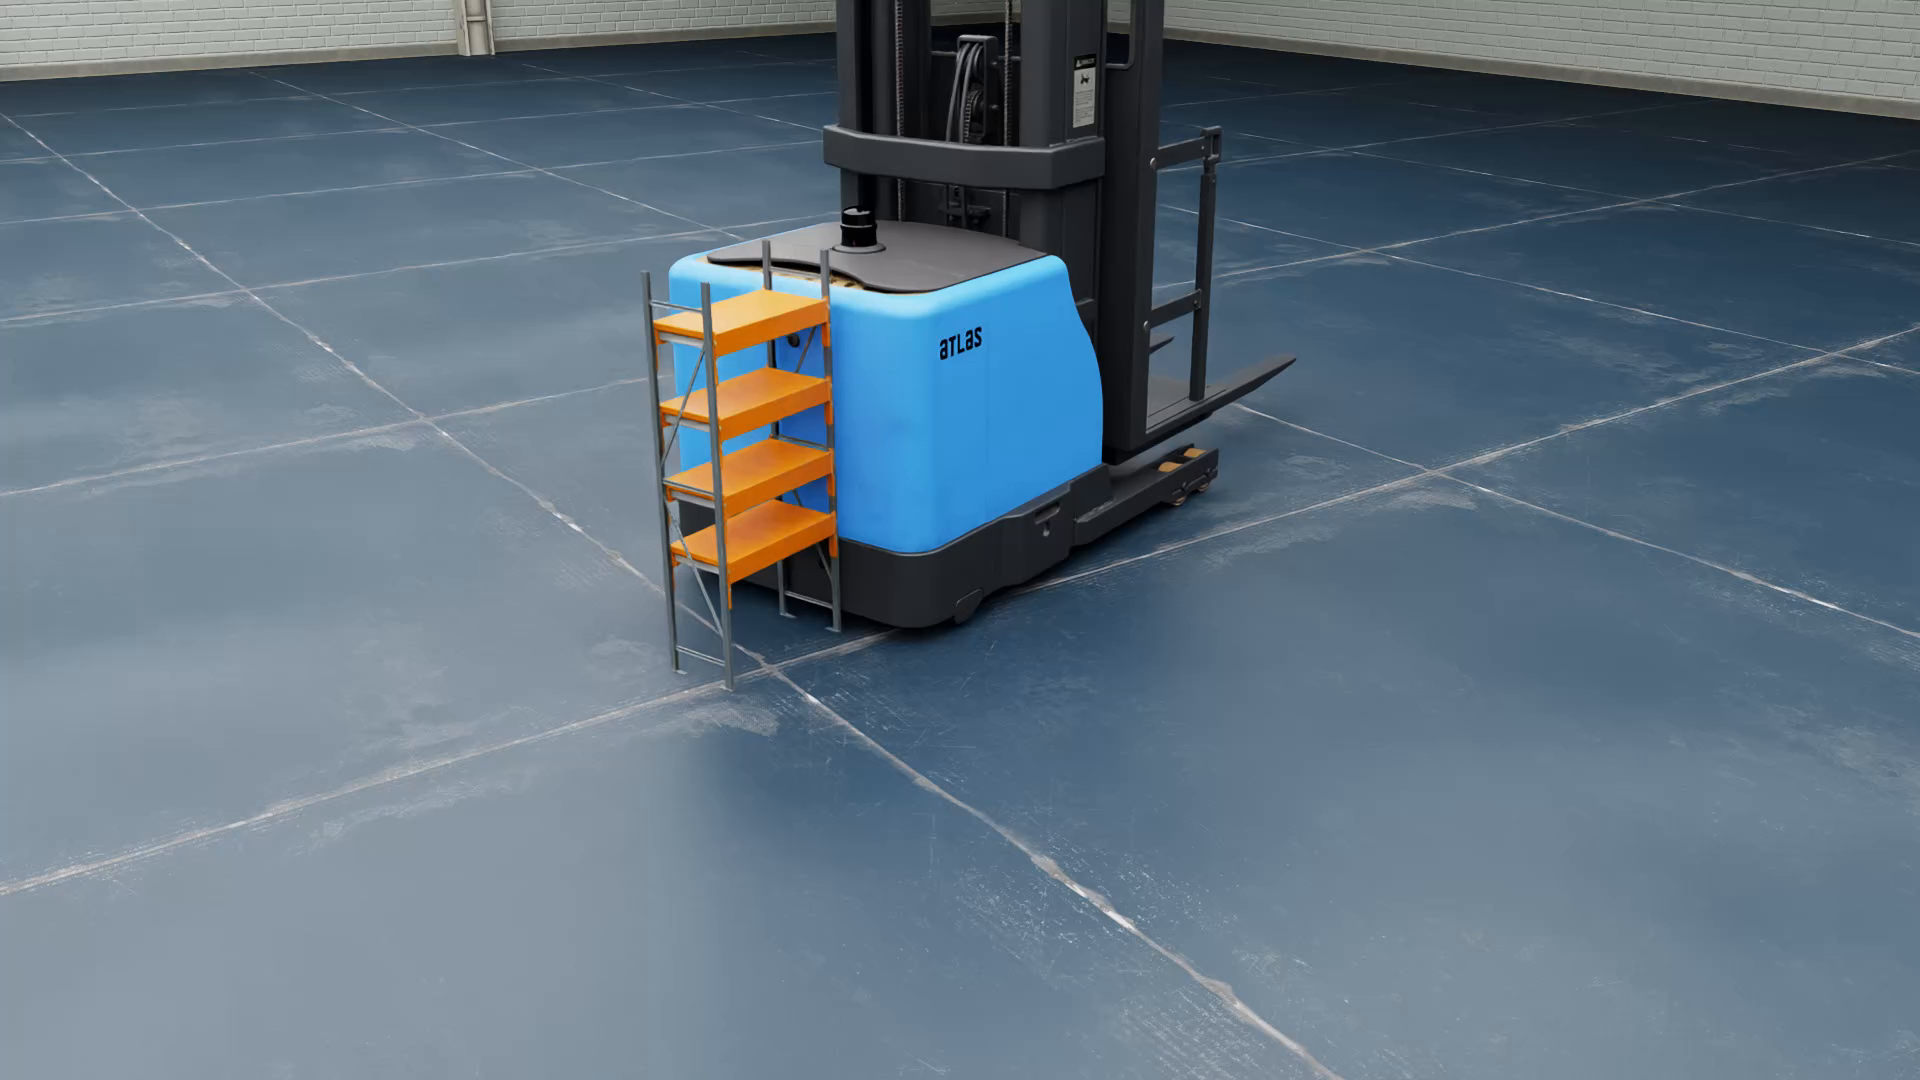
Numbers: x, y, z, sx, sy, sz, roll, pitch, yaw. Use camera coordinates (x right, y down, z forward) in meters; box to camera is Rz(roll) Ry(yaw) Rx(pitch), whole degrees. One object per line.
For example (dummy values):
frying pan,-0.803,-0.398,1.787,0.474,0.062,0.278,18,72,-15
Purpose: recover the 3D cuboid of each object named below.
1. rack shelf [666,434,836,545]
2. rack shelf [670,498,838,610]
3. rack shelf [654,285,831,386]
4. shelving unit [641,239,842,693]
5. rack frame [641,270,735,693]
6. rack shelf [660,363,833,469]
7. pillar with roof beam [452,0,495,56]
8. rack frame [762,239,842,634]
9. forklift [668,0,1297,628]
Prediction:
rack shelf,-0.613,-0.155,4.843,0.258,0.148,0.480,15,26,32
rack shelf,-0.612,0.029,4.917,0.258,0.148,0.480,15,26,32
rack shelf,-0.615,-0.582,4.670,0.258,0.148,0.480,15,26,32
shelving unit,-0.613,-0.217,4.818,0.258,1.200,0.503,15,26,32
rack frame,-0.754,-0.142,4.633,0.240,1.200,0.015,15,26,32
rack shelf,-0.614,-0.362,4.759,0.258,0.148,0.480,15,26,32
pillar with roof beam,-3.881,-9.314,17.096,0.400,9.000,9.100,-15,26,-33
rack frame,-0.472,-0.293,5.002,0.240,1.200,0.015,15,26,32
forklift,0.334,-1.581,5.903,1.130,2.935,3.031,15,26,33
